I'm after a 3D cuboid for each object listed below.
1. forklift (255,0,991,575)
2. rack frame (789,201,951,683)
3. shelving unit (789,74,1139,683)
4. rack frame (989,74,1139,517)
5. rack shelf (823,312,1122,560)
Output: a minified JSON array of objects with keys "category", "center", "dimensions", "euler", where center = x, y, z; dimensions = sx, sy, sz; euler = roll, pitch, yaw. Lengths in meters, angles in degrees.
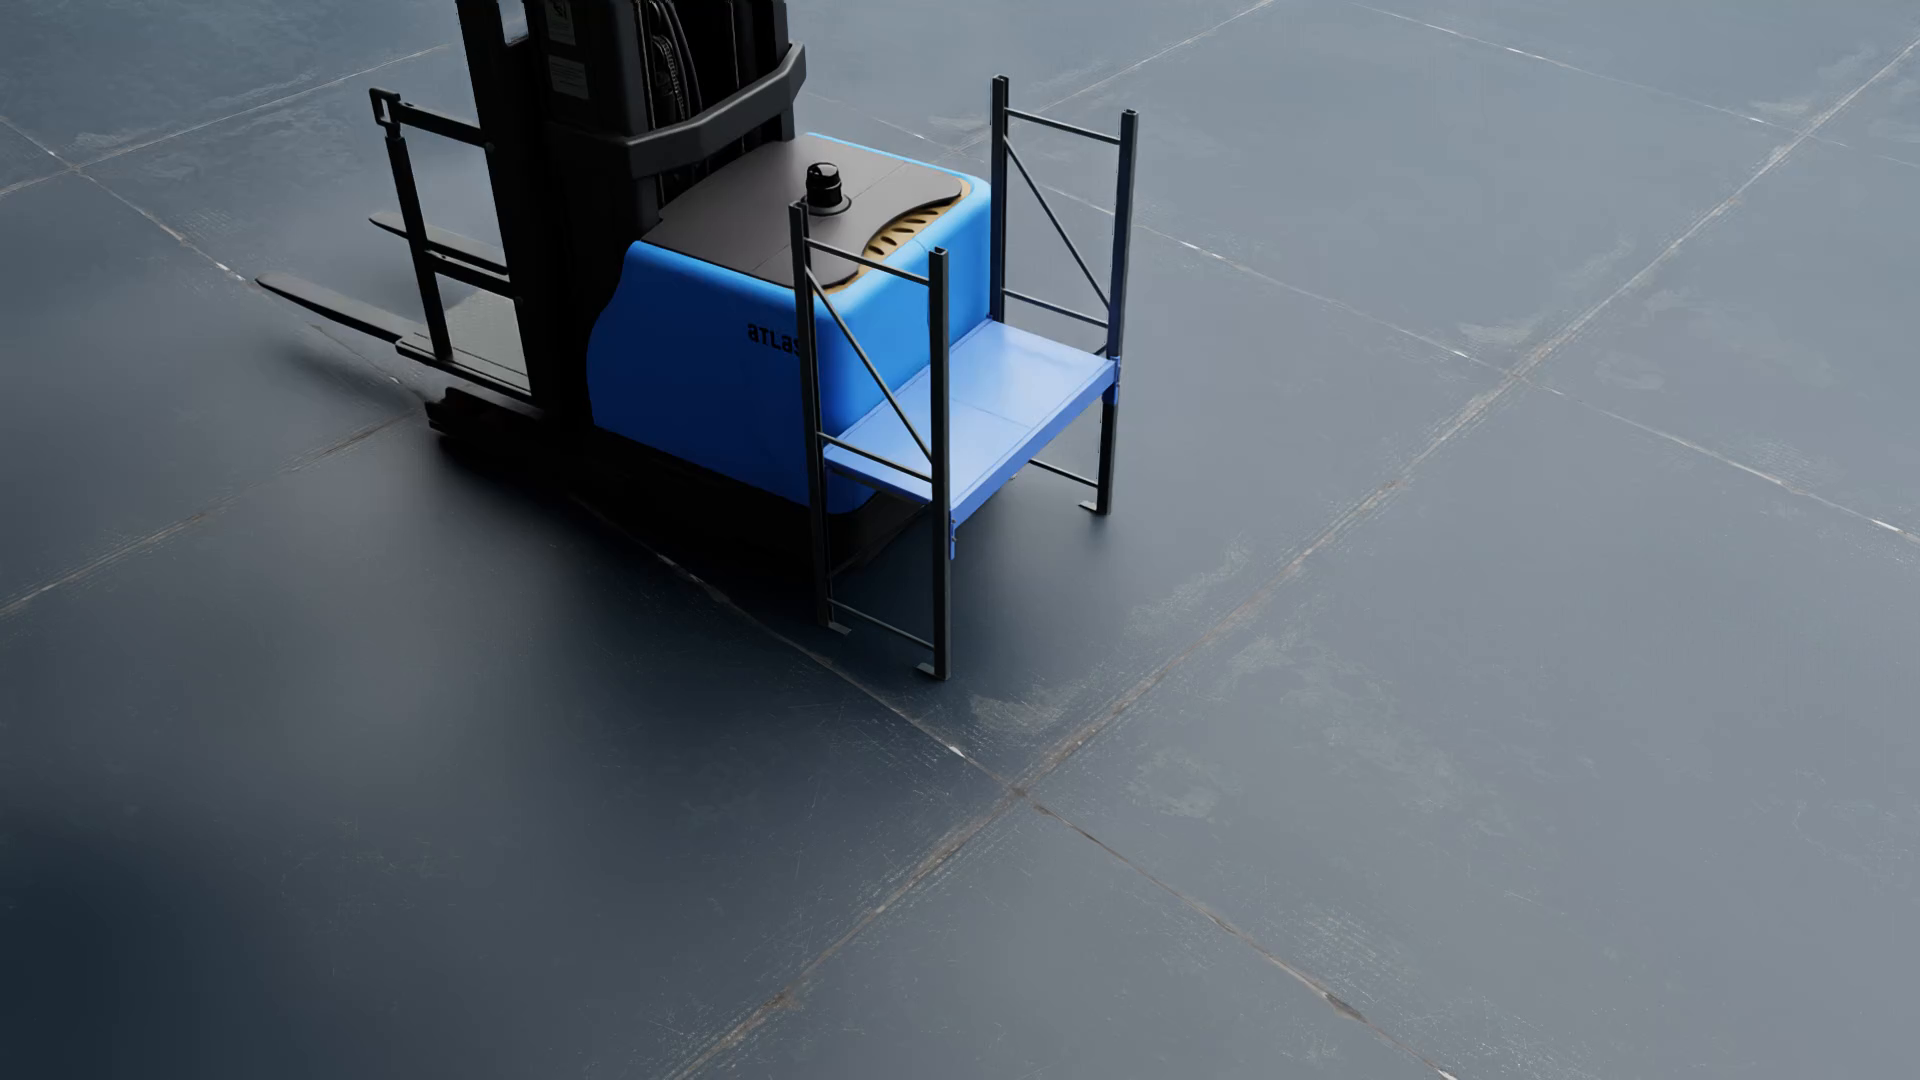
[{"category":"forklift","center":[-1.387,-1.720,5.558],"dimensions":[3.031,2.935,1.130],"euler":[21,43,24]},{"category":"rack frame","center":[-0.245,-0.236,4.842],"dimensions":[0.500,1.500,0.032],"euler":[22,44,26]},{"category":"shelving unit","center":[0.036,-0.500,5.174],"dimensions":[0.538,1.500,1.048],"euler":[22,44,26]},{"category":"rack frame","center":[0.316,-0.764,5.505],"dimensions":[0.500,1.500,0.032],"euler":[22,44,26]},{"category":"rack shelf","center":[0.036,-0.359,5.286],"dimensions":[0.538,0.185,1.000],"euler":[22,44,26]}]
